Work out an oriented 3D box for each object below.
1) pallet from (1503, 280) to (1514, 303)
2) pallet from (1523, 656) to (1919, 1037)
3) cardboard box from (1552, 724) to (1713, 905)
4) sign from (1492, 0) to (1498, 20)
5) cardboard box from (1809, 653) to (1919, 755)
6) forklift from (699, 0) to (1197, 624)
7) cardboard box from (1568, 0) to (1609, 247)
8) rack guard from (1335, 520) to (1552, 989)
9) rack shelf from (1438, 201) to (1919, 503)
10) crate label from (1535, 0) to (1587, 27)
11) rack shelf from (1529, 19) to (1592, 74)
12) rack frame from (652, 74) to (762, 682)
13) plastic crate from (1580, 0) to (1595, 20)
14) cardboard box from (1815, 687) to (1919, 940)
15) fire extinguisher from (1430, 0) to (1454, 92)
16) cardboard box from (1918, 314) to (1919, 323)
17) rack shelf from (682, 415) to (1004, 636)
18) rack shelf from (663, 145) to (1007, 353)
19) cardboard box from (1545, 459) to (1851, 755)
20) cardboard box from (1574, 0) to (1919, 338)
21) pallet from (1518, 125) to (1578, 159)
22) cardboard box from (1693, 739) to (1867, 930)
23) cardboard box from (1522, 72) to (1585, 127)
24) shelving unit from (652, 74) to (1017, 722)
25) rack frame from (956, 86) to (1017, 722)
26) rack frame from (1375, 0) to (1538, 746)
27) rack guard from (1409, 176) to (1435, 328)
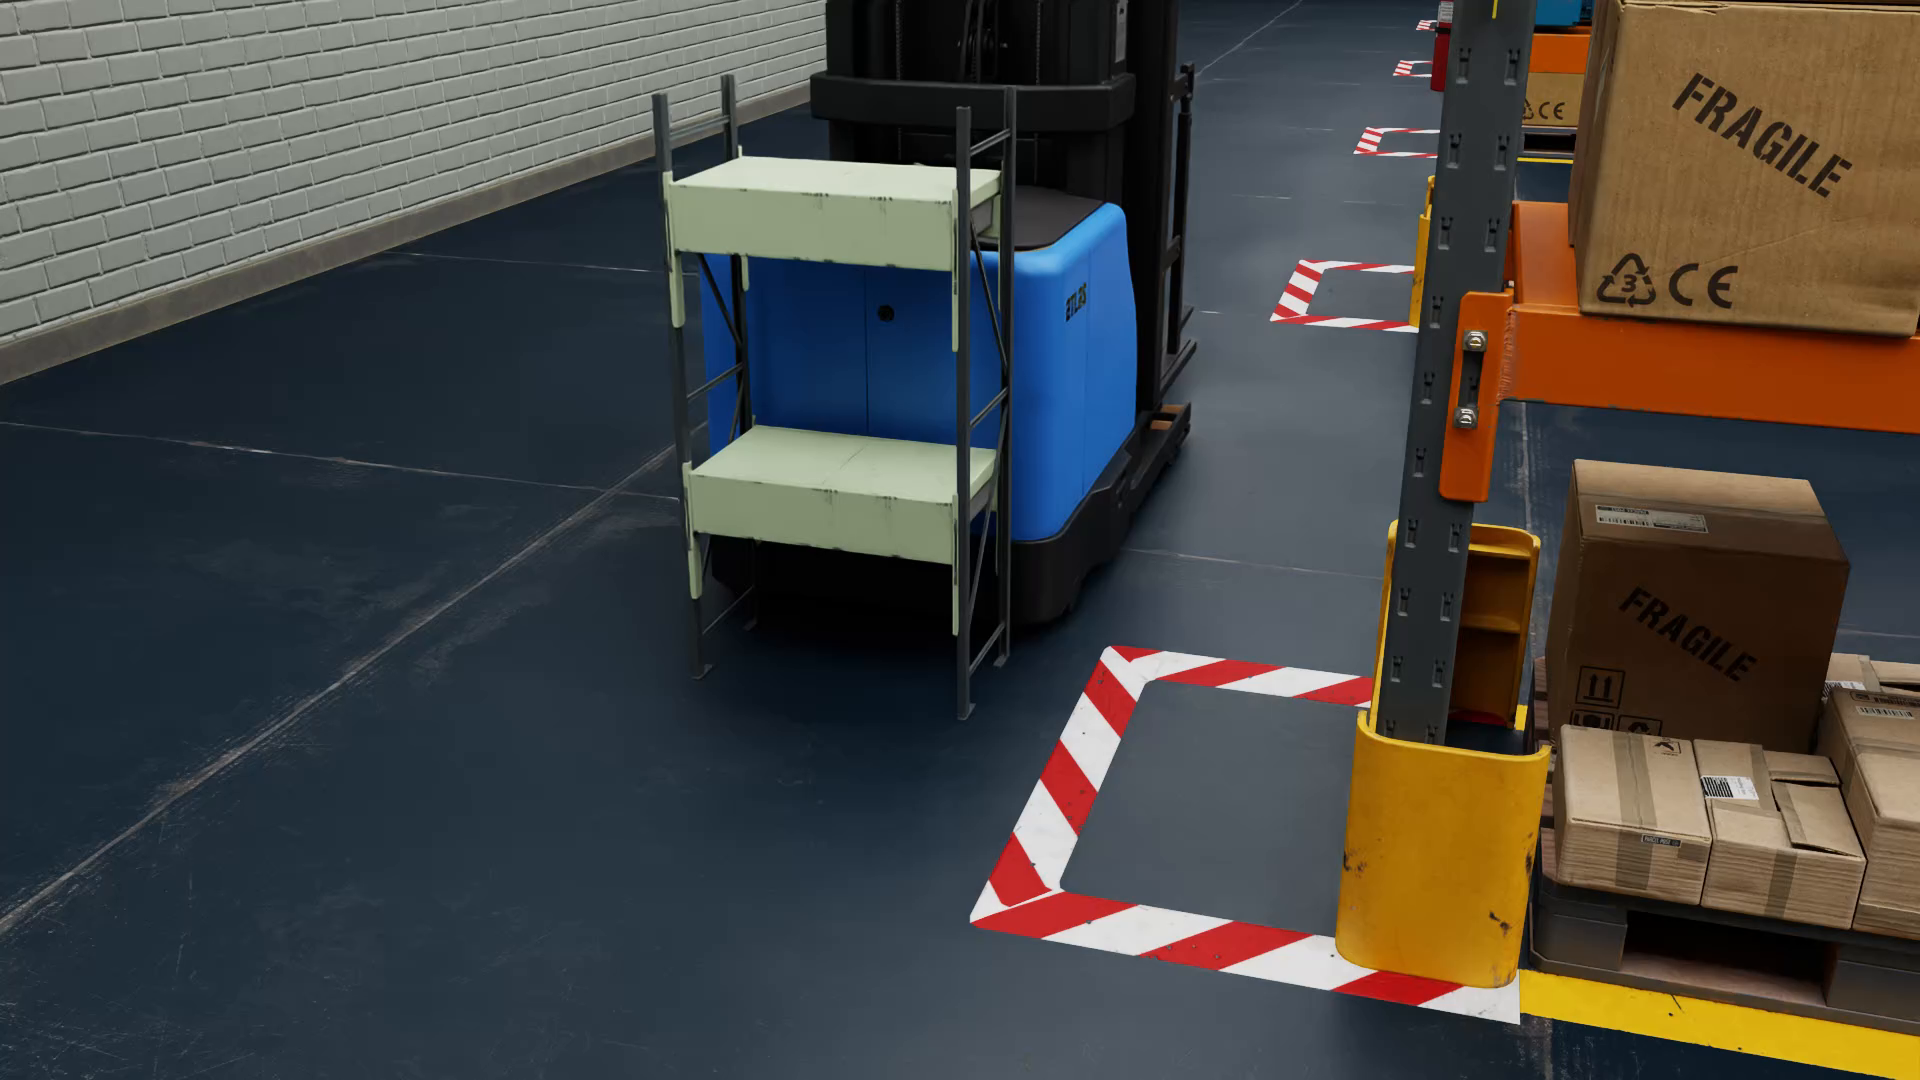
[{"bbox_3d":[3.202,-1.168,7.839,1.213,0.211,1.003,7,23,16],"label":"pallet"},{"bbox_3d":[1.826,0.622,3.475,1.213,0.211,1.003,7,23,16],"label":"pallet"},{"bbox_3d":[1.291,0.523,3.219,0.250,0.149,0.380,7,23,16],"label":"cardboard box"},{"bbox_3d":[0.833,-0.967,2.533,0.005,0.325,0.100,7,23,16],"label":"sign"},{"bbox_3d":[1.943,0.391,3.517,0.250,0.166,0.380,7,23,16],"label":"cardboard box"},{"bbox_3d":[0.213,-1.657,5.447,1.130,2.935,3.031,7,23,16],"label":"forklift"},{"bbox_3d":[1.497,-0.859,3.280,0.500,0.500,0.500,7,23,17],"label":"cardboard box"},{"bbox_3d":[1.062,0.402,3.632,0.348,0.500,1.175,7,23,16],"label":"rack guard"},{"bbox_3d":[2.904,-0.211,2.780,4.000,0.370,1.077,7,23,16],"label":"rack shelf"},{"bbox_3d":[2.565,-2.366,7.227,0.303,0.233,0.416,7,23,16],"label":"crate label"},{"bbox_3d":[4.339,-2.010,7.167,4.000,0.370,1.077,7,23,16],"label":"rack shelf"},{"bbox_3d":[-0.633,-0.396,4.258,0.023,1.500,0.400,7,23,16],"label":"rack frame"},{"bbox_3d":[2.799,-2.638,7.622,0.499,0.435,0.616,7,23,16],"label":"plastic crate"},{"bbox_3d":[1.907,0.523,3.086,0.500,0.250,0.500,7,23,16],"label":"cardboard box"},{"bbox_3d":[2.411,-2.536,8.093,0.183,0.674,0.296,7,23,16],"label":"fire extinguisher"},{"bbox_3d":[1.834,-0.610,2.674,0.500,0.500,0.500,6,23,15],"label":"cardboard box"},{"bbox_3d":[-0.285,-0.052,4.279,0.720,0.370,0.431,7,23,16],"label":"rack shelf"},{"bbox_3d":[-0.285,-0.714,4.007,0.720,0.370,0.431,7,23,16],"label":"rack shelf"},{"bbox_3d":[1.581,0.160,3.642,0.500,0.500,0.500,7,23,16],"label":"cardboard box"},{"bbox_3d":[1.338,-0.665,2.807,0.500,0.500,0.500,7,23,17],"label":"cardboard box"},{"bbox_3d":[4.643,-3.013,12.336,1.213,0.211,1.003,7,23,16],"label":"pallet"},{"bbox_3d":[1.531,0.542,3.149,0.250,0.166,0.380,7,23,16],"label":"cardboard box"},{"bbox_3d":[4.491,-3.532,12.175,0.875,0.875,0.875,7,23,16],"label":"cardboard box"},{"bbox_3d":[-0.285,-0.353,4.155,0.755,1.500,0.431,7,23,16],"label":"shelving unit"},{"bbox_3d":[0.063,-0.311,4.051,0.023,1.500,0.400,7,23,16],"label":"rack frame"},{"bbox_3d":[0.990,-0.763,3.178,0.127,3.000,1.000,7,23,16],"label":"rack frame"},{"bbox_3d":[2.397,-1.404,8.034,0.348,0.500,1.175,7,23,16],"label":"rack guard"}]
